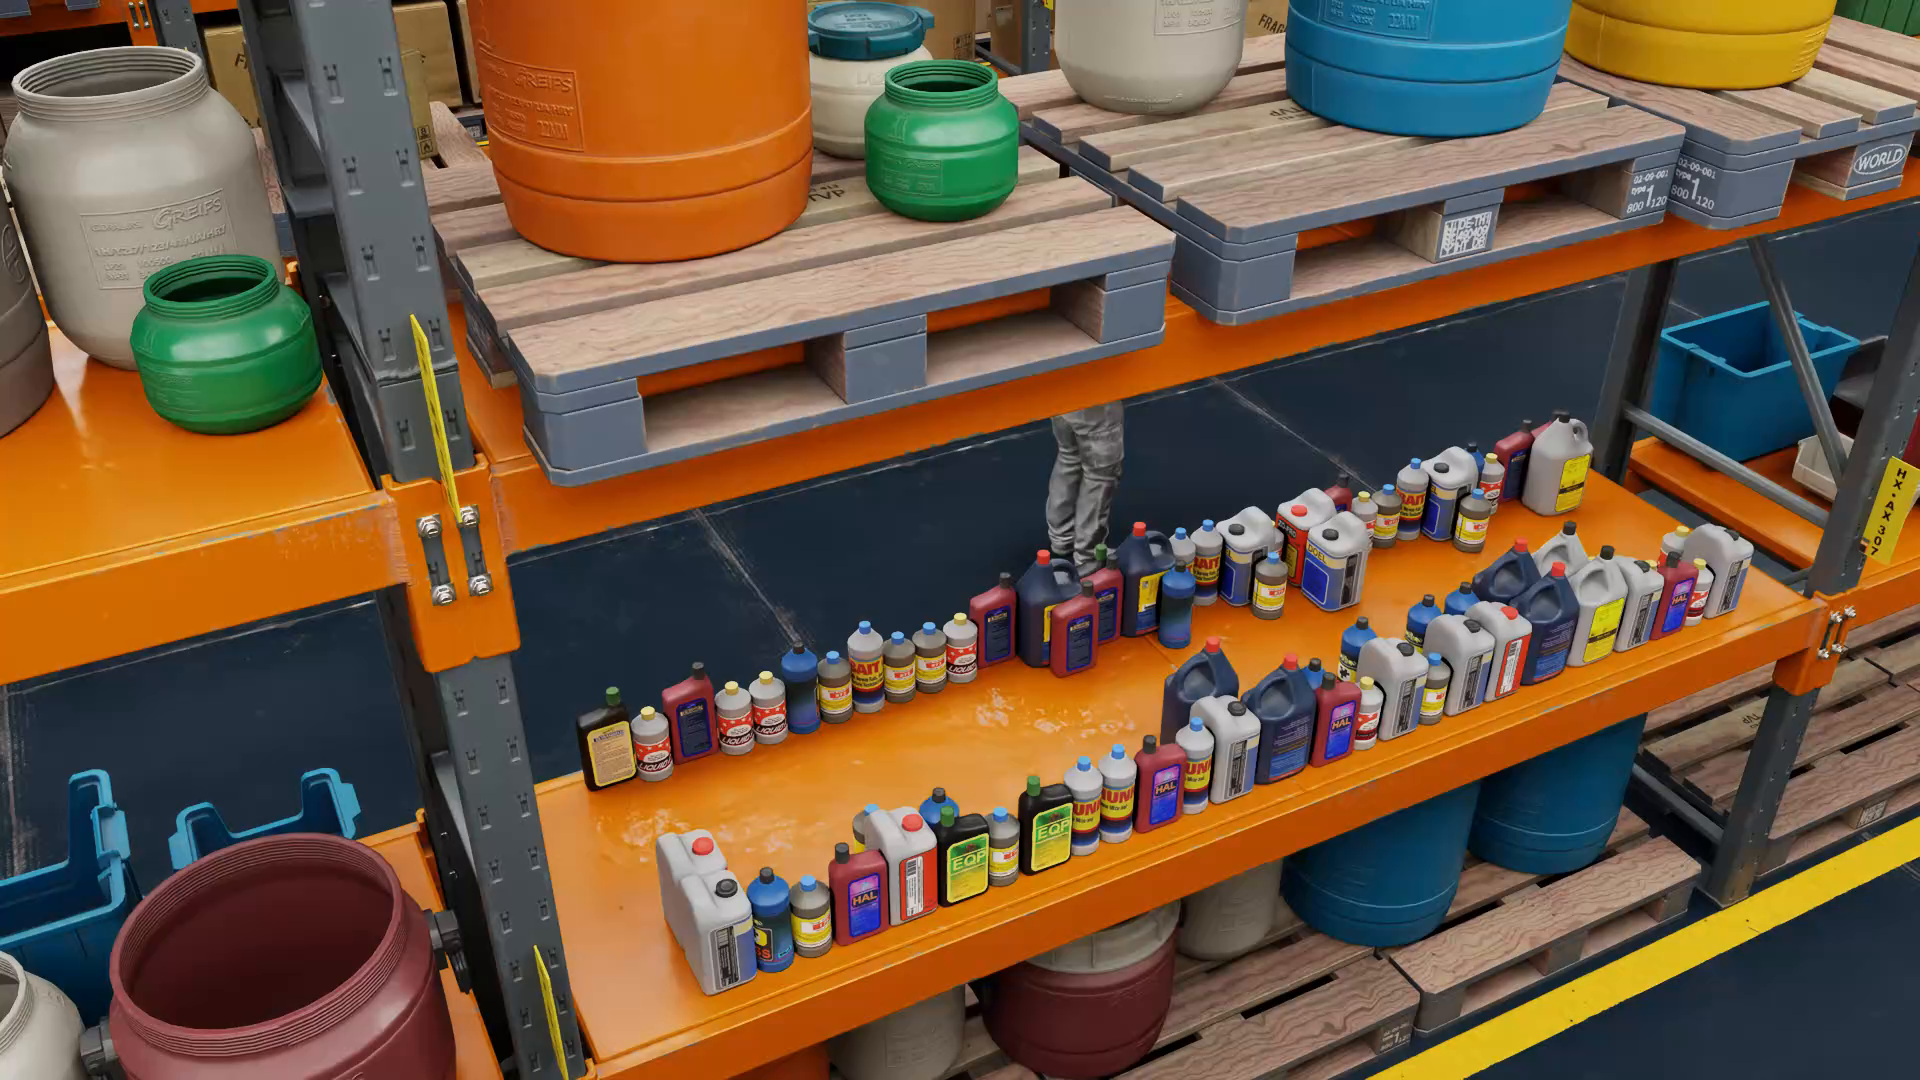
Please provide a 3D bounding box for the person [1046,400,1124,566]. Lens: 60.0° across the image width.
[{"bbox_3d":[0.601,-0.684,7.190,0.584,1.778,0.487,-16,36,-23],"label":"person"}]
